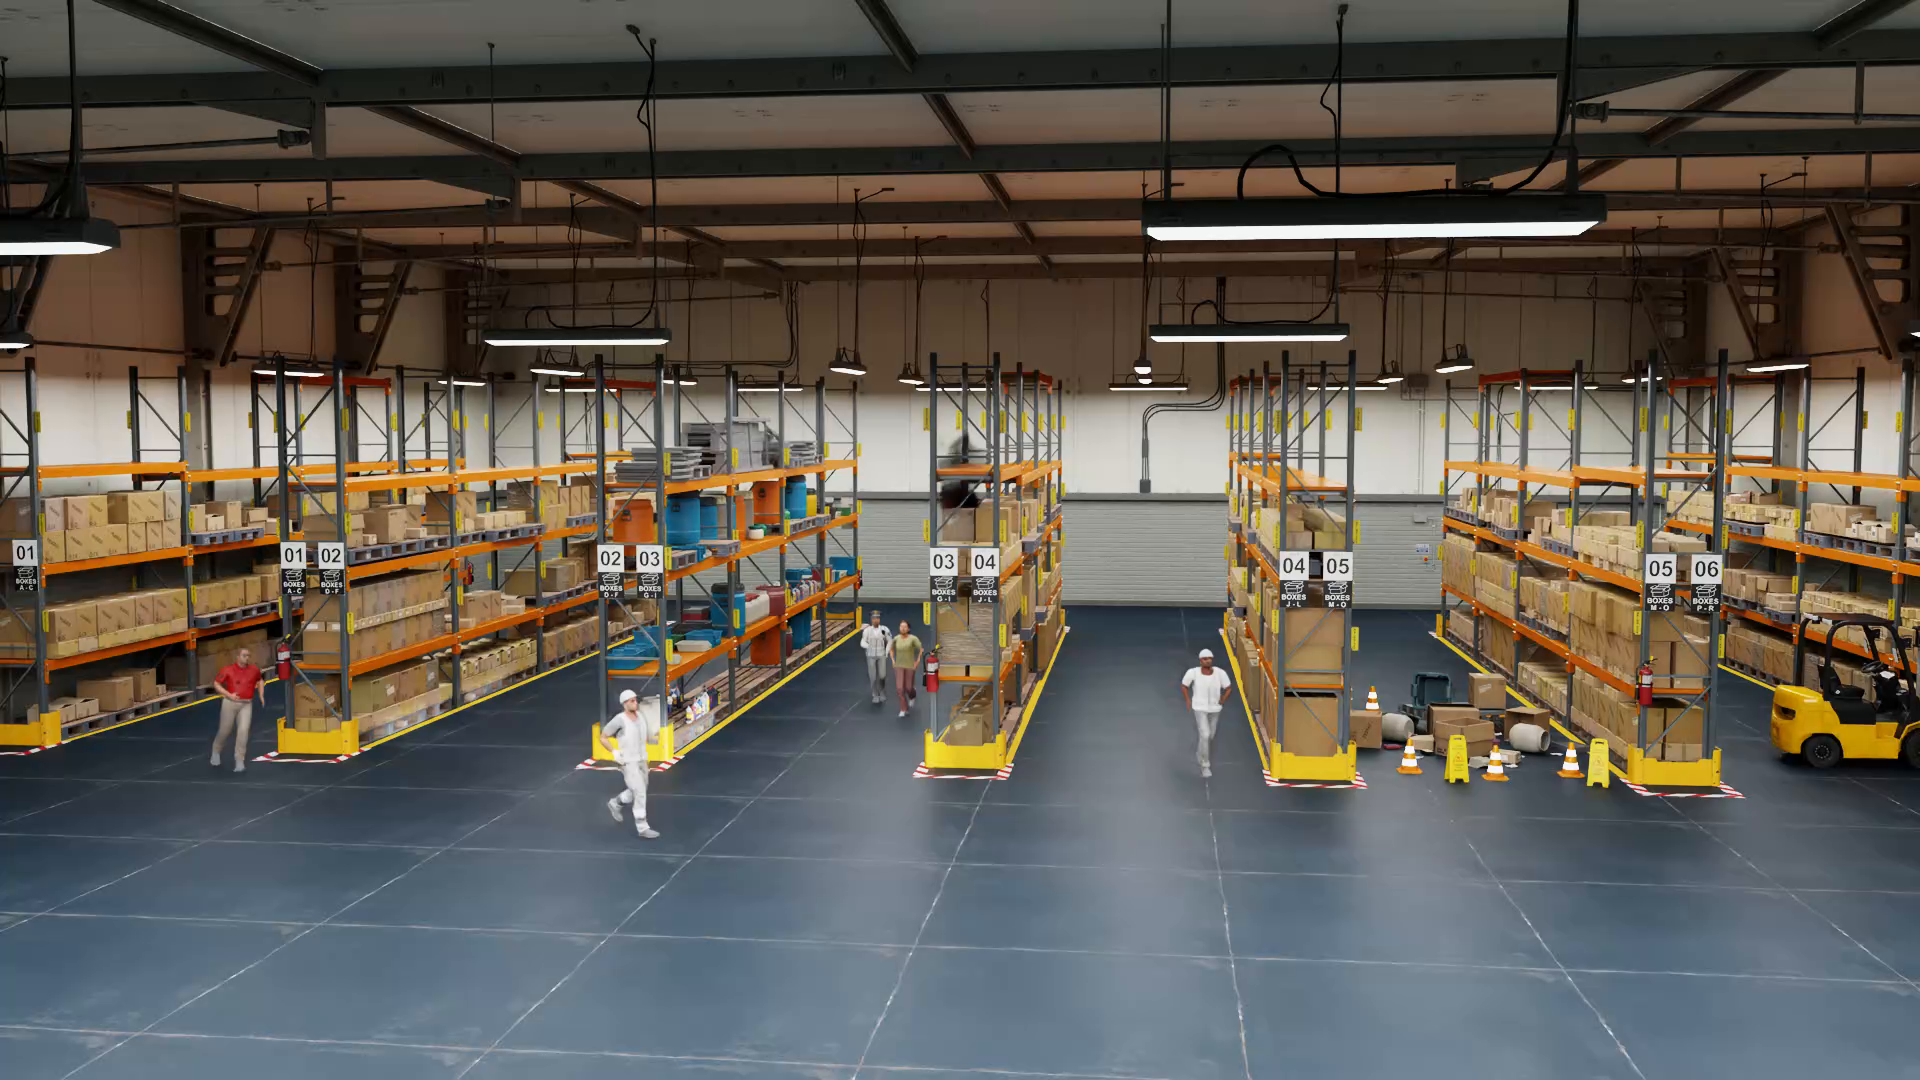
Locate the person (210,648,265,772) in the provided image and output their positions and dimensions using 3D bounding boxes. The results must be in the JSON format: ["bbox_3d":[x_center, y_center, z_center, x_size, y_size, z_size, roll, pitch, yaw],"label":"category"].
[{"bbox_3d":[-10.447,2.432,24.148,0.734,1.728,0.896,-3,5,-38],"label":"person"}]

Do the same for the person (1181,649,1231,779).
[{"bbox_3d":[3.523,2.438,23.736,0.692,1.798,0.856,-1,4,-7],"label":"person"}]

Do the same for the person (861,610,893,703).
[{"bbox_3d":[-1.467,2.075,29.490,0.591,1.656,0.598,0,4,-1],"label":"person"}]

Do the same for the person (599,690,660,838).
[{"bbox_3d":[-3.988,2.693,20.135,0.919,1.765,0.669,3,5,32],"label":"person"}]

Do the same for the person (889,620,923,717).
[{"bbox_3d":[-0.926,2.177,28.523,0.605,1.633,0.642,1,4,8],"label":"person"}]
